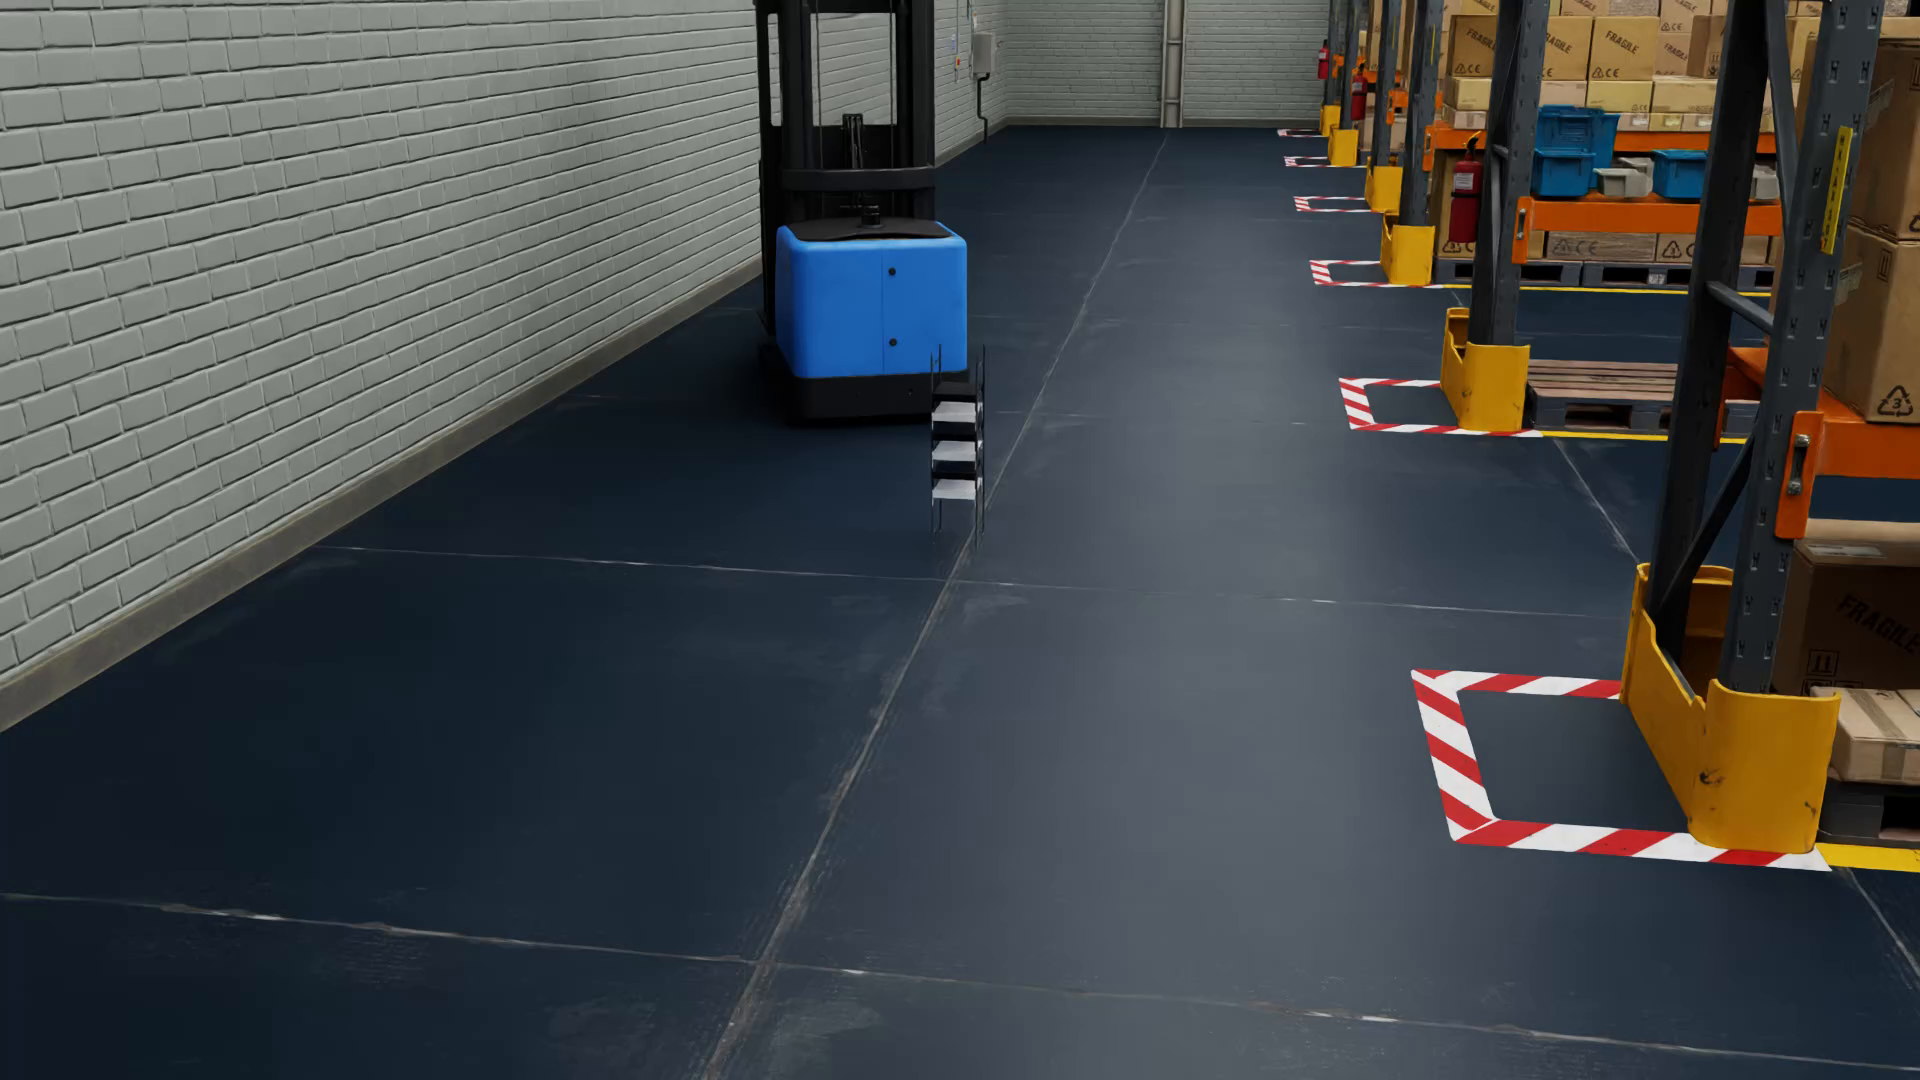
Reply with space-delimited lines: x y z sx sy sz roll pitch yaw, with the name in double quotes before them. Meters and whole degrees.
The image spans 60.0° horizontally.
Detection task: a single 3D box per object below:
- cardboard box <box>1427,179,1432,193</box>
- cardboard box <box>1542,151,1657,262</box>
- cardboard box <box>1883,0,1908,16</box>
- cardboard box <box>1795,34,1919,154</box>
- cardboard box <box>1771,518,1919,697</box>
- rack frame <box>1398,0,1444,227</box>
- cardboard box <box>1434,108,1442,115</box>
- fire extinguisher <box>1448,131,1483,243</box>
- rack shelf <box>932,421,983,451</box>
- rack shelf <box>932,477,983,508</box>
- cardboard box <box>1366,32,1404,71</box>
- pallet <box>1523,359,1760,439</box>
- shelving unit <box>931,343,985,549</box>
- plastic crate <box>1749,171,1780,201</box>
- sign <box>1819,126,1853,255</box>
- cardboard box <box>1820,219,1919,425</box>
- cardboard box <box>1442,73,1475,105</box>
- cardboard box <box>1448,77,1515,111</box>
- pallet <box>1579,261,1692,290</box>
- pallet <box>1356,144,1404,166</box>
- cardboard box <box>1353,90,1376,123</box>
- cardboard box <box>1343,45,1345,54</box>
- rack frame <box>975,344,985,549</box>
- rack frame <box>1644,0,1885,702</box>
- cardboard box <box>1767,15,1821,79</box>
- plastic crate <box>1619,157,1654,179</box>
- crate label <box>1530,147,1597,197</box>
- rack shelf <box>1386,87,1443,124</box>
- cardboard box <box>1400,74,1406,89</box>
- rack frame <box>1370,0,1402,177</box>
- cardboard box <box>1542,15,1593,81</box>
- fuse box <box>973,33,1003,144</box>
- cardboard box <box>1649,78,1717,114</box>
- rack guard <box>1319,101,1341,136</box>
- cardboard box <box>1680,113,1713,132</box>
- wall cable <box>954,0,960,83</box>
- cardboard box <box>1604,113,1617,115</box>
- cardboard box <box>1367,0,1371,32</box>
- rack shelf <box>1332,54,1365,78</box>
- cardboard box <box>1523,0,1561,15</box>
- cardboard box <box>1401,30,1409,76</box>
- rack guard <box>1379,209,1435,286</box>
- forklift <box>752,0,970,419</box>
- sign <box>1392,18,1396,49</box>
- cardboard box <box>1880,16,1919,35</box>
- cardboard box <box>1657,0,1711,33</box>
"cardboard box" 5.325 -4.055 18.946 0.250 0.149 0.380 3 19 10
"cardboard box" 5.515 -2.924 14.422 0.875 0.875 0.875 3 19 9
"cardboard box" 12.382 -6.976 22.113 0.500 0.500 0.500 3 19 10
"cardboard box" 2.880 -1.267 5.051 0.500 0.500 0.500 3 19 8
"cardboard box" 2.972 0.245 5.511 0.500 0.500 0.500 3 19 9
"rack frame" 3.971 -3.785 14.310 0.127 3.000 1.000 3 19 9
"cardboard box" 8.260 -7.285 28.048 0.500 0.500 0.500 3 19 10
"fire extinguisher" 3.109 -2.170 10.192 0.183 0.674 0.296 3 19 9
"rack shelf" -0.008 -0.481 7.564 0.200 0.077 0.258 3 19 9
"rack shelf" -0.008 -0.225 7.650 0.200 0.077 0.258 3 19 9
"cardboard box" 5.972 -6.823 23.232 0.500 0.500 0.500 3 19 8
"pallet" 3.994 -0.858 9.955 1.213 0.211 1.003 3 19 9
"shelving unit" -0.008 -0.427 7.582 0.210 0.900 0.258 3 19 9
"plastic crate" 4.351 -1.945 9.132 0.298 0.136 0.250 3 19 9
"sign" 2.311 -0.923 4.390 0.005 0.325 0.100 3 19 9
"cardboard box" 2.793 -0.625 4.706 0.500 0.500 0.500 3 19 10
"cardboard box" 4.492 -3.914 14.462 0.500 0.250 0.500 3 19 8
"cardboard box" 4.403 -3.747 13.962 0.500 0.250 0.500 2 19 7
"pallet" 5.974 -2.385 14.520 1.213 0.211 1.003 3 19 9
"pallet" 6.345 -5.552 23.984 1.213 0.211 1.003 3 19 9
"cardboard box" 6.916 -7.400 28.386 0.637 0.503 0.797 2 19 6
"cardboard box" 6.697 -8.394 28.478 0.250 0.149 0.380 3 19 8
"rack frame" 0.092 -0.422 7.567 0.006 0.900 0.240 3 19 9
"rack frame" 2.396 -0.682 5.035 0.127 3.000 1.000 3 19 9
"cardboard box" 7.004 -4.141 13.959 0.500 0.500 0.500 3 19 9
"plastic crate" 4.020 -2.153 9.752 0.243 0.136 0.396 3 19 9
"crate label" 3.377 -2.067 9.344 0.303 0.233 0.416 3 19 9
"rack shelf" 6.833 -4.892 18.752 4.000 0.370 1.077 3 19 9
"cardboard box" 5.225 -5.287 19.194 0.250 0.149 0.380 3 19 9
"rack frame" 4.858 -5.334 18.939 0.127 3.000 1.000 3 19 9
"cardboard box" 4.896 -4.077 13.767 0.500 0.500 0.500 2 19 7
"fuse box" 0.450 -7.206 26.565 0.414 1.711 0.539 3 19 9
"cardboard box" 5.928 -3.671 13.737 0.500 0.250 0.500 3 19 8
"rack guard" 6.402 -7.256 28.622 0.348 0.500 1.175 3 19 9
"cardboard box" 6.048 -3.455 13.720 0.250 0.149 0.380 3 19 10
"wall cable" -0.028 -7.663 24.249 0.123 1.953 0.585 3 19 9
"cardboard box" 5.285 -3.494 13.835 0.250 0.149 0.380 3 19 8
"cardboard box" 6.057 -7.462 23.565 0.500 0.500 0.500 4 19 10
"rack shelf" 8.302 -8.003 28.050 4.000 0.370 1.077 3 19 9
"cardboard box" 6.268 -5.834 18.232 0.500 0.500 0.500 2 19 7
"cardboard box" 5.342 -5.581 19.049 0.500 0.500 0.500 3 19 10
"rack guard" 3.948 -2.601 14.710 0.348 0.500 1.175 3 19 9
"forklift" -0.752 -2.517 10.627 1.130 2.935 3.031 -4 19 -11
"sign" 4.772 -5.575 18.293 0.005 0.325 0.100 3 19 9
"cardboard box" 7.425 -3.949 13.385 0.500 0.500 0.500 3 19 10
"cardboard box" 7.789 -5.759 18.006 0.500 0.500 0.500 2 19 7
